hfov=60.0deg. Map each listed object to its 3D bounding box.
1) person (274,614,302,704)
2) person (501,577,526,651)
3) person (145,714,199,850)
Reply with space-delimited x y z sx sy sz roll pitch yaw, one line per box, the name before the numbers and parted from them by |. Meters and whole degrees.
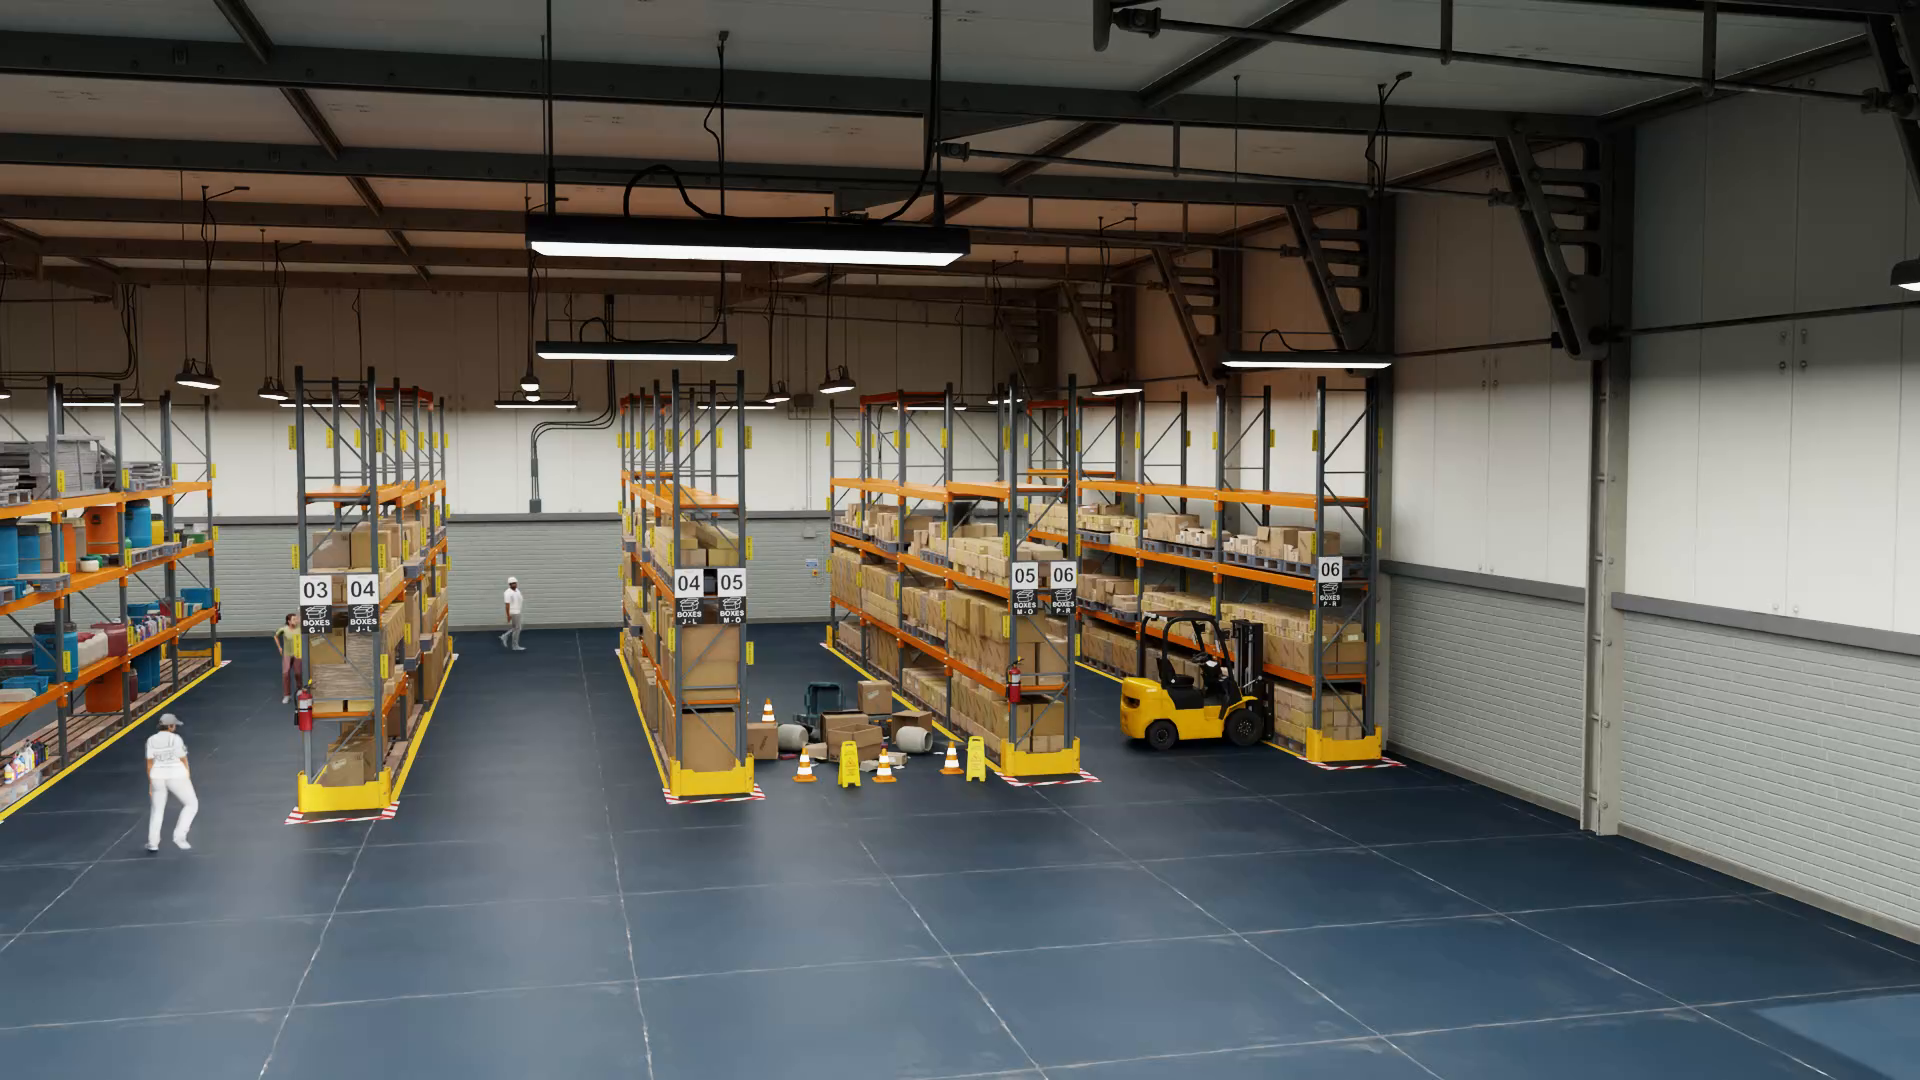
person | -12.900 2.259 32.073 0.610 1.708 0.833 -1 3 -10
person | -10.647 1.751 39.552 0.605 1.755 0.564 0 3 -6
person | -9.674 2.948 20.276 0.635 1.666 0.428 0 3 4
